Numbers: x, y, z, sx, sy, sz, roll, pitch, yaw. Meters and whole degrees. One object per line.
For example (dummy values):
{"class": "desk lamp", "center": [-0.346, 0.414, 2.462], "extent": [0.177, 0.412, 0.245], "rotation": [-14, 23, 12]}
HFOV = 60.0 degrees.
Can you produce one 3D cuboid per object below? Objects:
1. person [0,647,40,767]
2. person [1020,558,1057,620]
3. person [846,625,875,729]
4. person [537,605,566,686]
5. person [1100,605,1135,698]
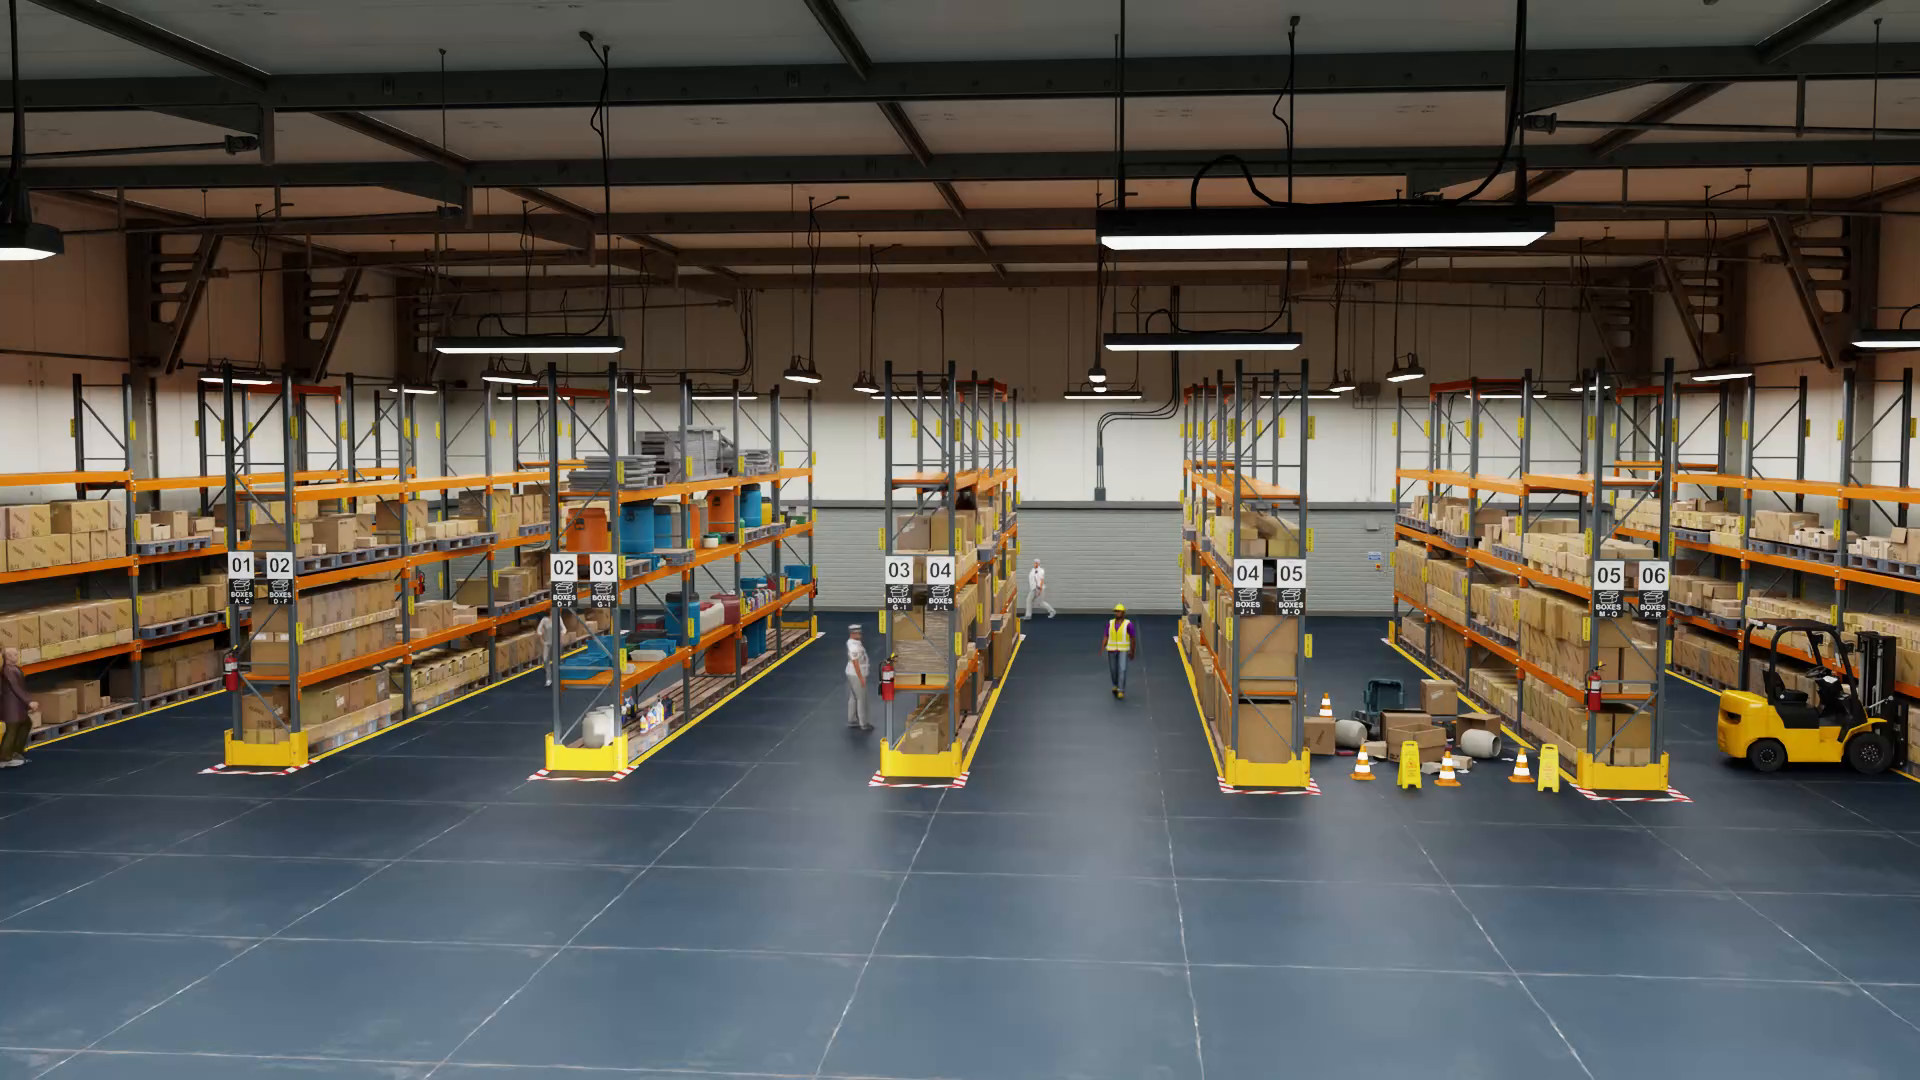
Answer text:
{"class": "person", "center": [-14.061, 2.490, 24.719], "extent": [0.683, 1.804, 0.565], "rotation": [4, 5, 43]}
{"class": "person", "center": [2.066, 1.289, 43.887], "extent": [0.944, 1.618, 0.501], "rotation": [-1, 4, -13]}
{"class": "person", "center": [-1.671, 2.291, 27.888], "extent": [0.473, 1.738, 0.618], "rotation": [-1, 4, -13]}
{"class": "person", "center": [-8.081, 2.072, 32.903], "extent": [0.557, 1.579, 0.653], "rotation": [1, 4, 10]}
{"class": "person", "center": [2.963, 2.084, 31.275], "extent": [0.655, 1.726, 0.986], "rotation": [1, 4, 10]}
